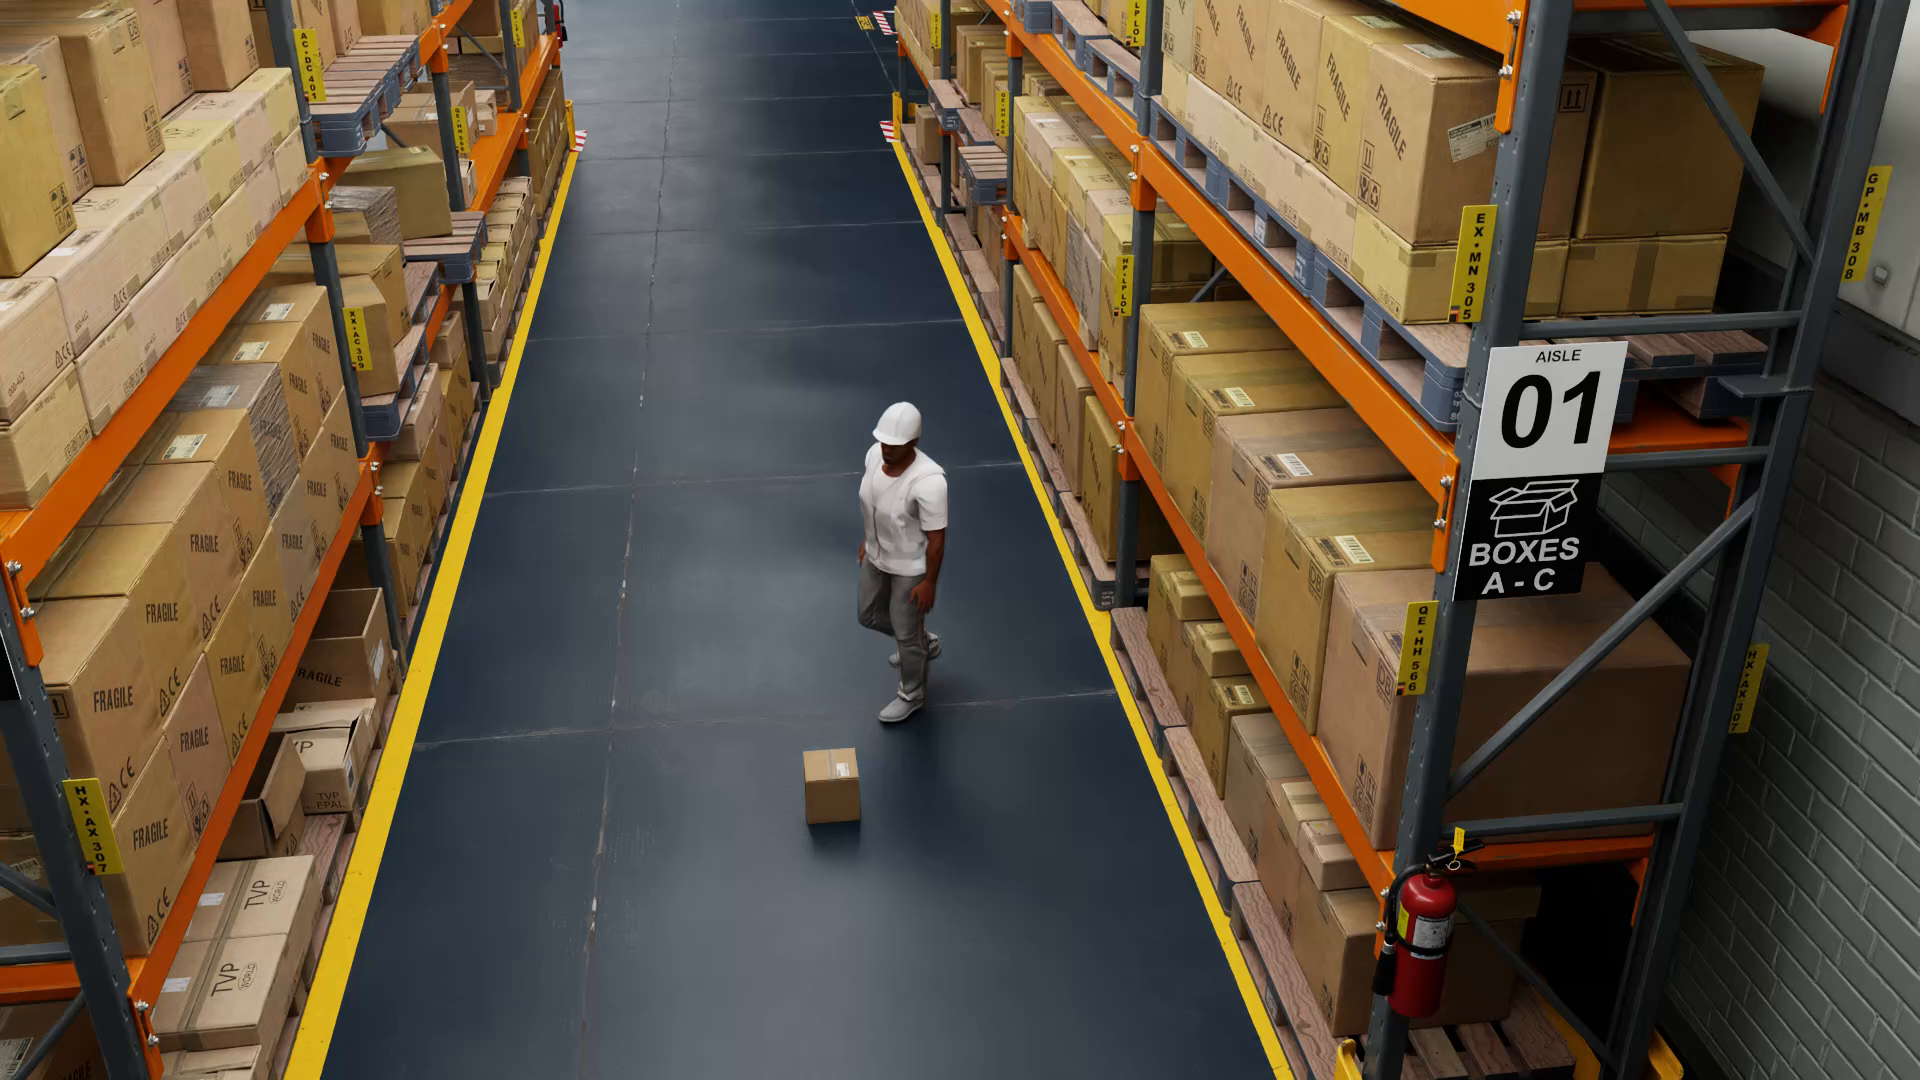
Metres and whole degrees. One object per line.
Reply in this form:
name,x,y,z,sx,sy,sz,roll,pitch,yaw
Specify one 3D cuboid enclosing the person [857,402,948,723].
person,-0.245,0.085,8.412,0.553,1.759,0.613,-20,33,-34
